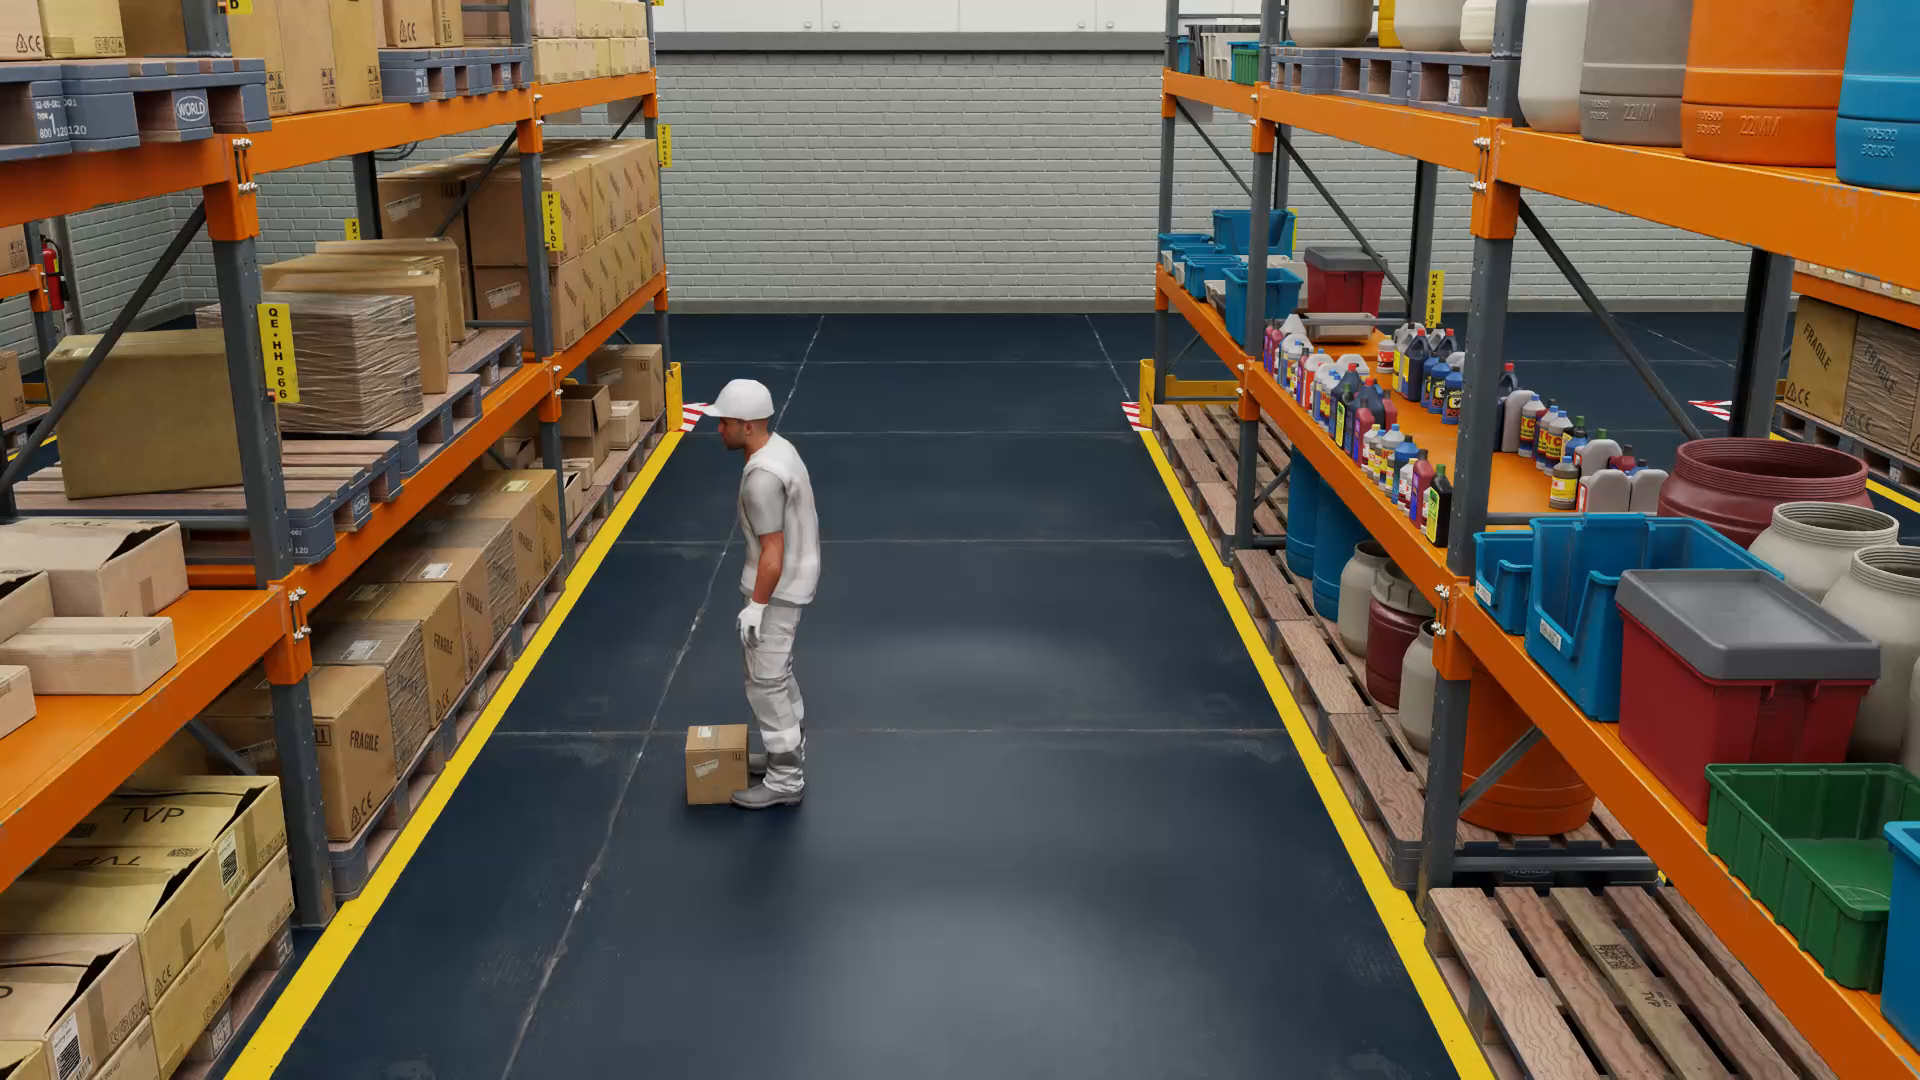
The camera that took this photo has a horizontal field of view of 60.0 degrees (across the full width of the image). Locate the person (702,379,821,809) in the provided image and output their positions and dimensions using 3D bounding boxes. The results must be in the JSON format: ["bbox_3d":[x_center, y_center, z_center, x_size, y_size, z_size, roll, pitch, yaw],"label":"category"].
[{"bbox_3d":[-0.793,0.215,6.812,0.448,1.780,0.609,0,17,0],"label":"person"}]
